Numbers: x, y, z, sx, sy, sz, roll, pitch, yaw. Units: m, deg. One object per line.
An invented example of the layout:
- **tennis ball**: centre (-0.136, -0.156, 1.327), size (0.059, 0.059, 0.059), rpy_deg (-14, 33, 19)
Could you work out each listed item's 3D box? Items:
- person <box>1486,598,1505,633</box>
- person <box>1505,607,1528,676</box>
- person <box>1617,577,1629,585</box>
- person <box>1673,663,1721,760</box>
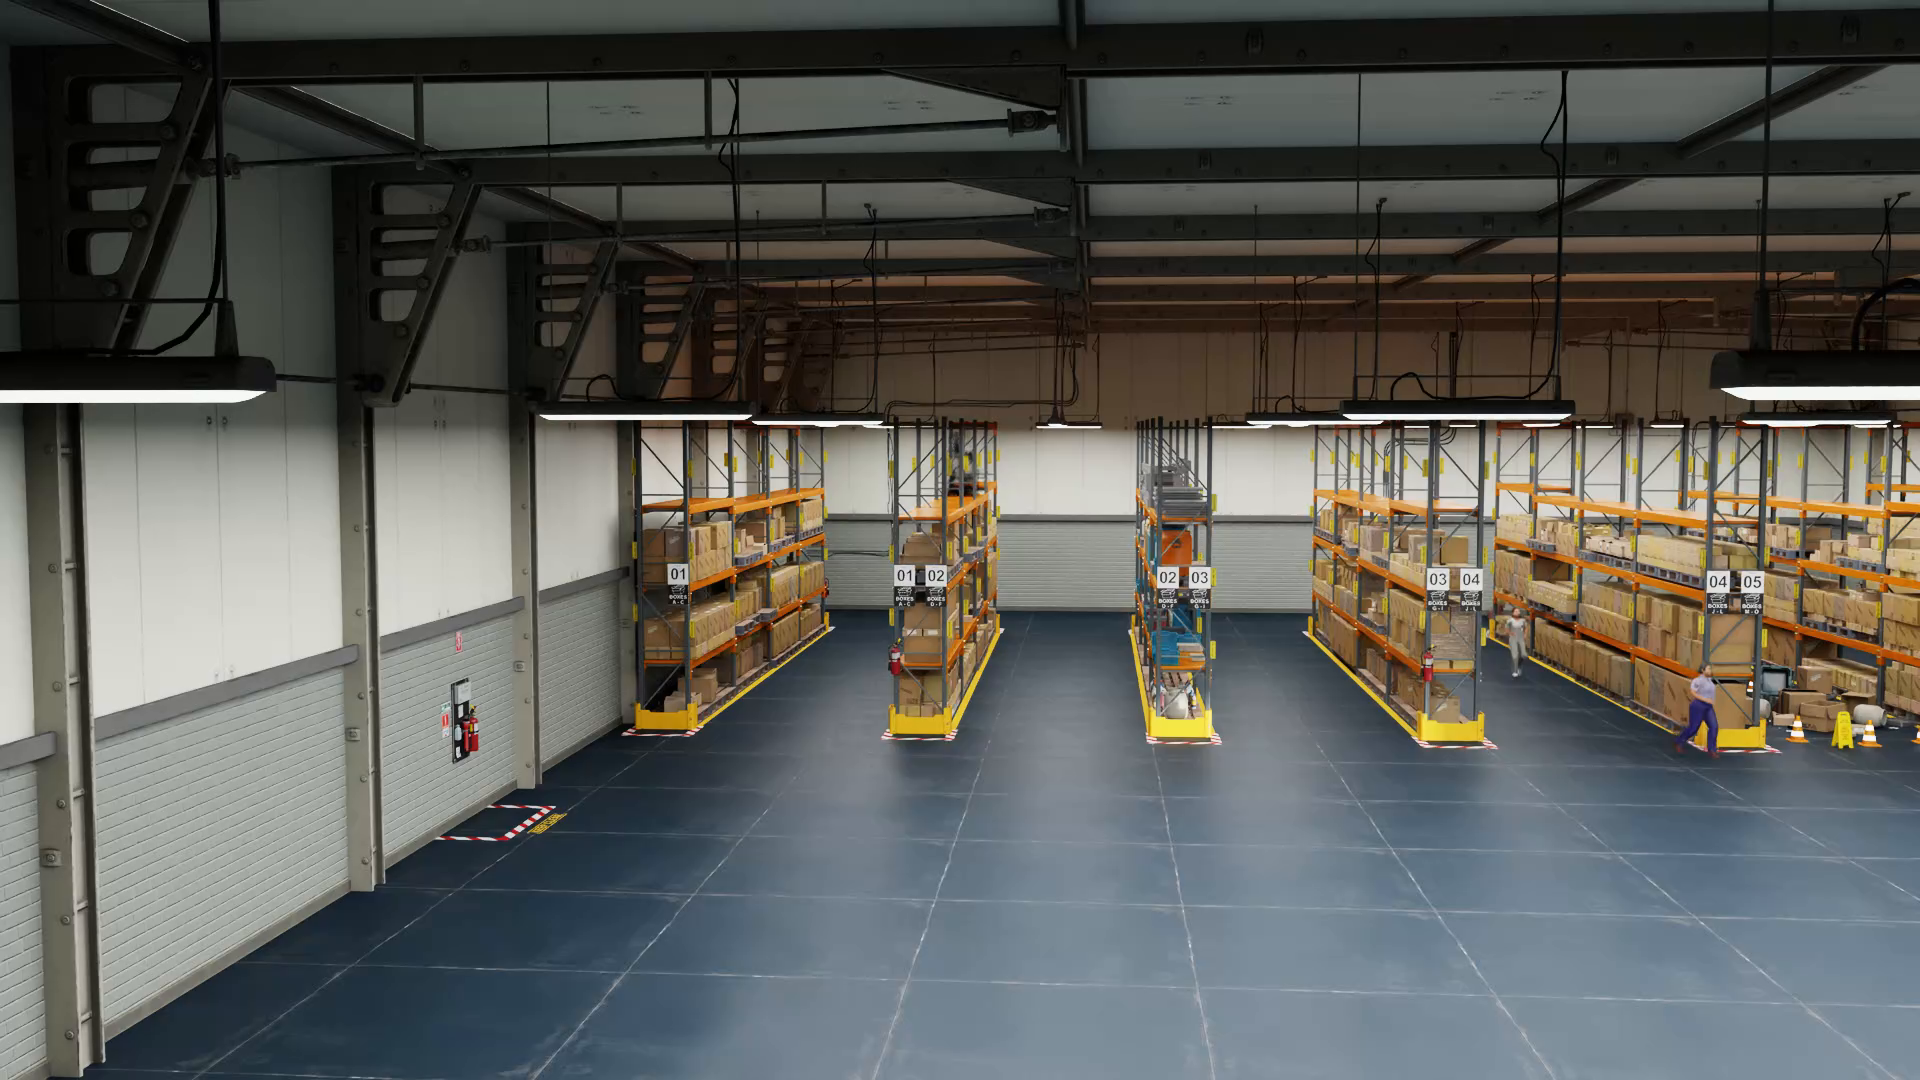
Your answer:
- **person**: centre (15.368, 1.846, 47.230), size (0.804, 1.666, 0.622), rpy_deg (0, 4, -7)
- **person**: centre (12.959, 2.373, 38.640), size (0.554, 1.627, 0.548), rpy_deg (0, 4, 4)
- **person**: centre (18.842, 1.782, 47.347), size (0.767, 1.745, 0.712), rpy_deg (0, 4, 3)
- **person**: centre (13.093, 2.995, 29.327), size (0.657, 1.660, 0.863), rpy_deg (-2, 4, -33)
